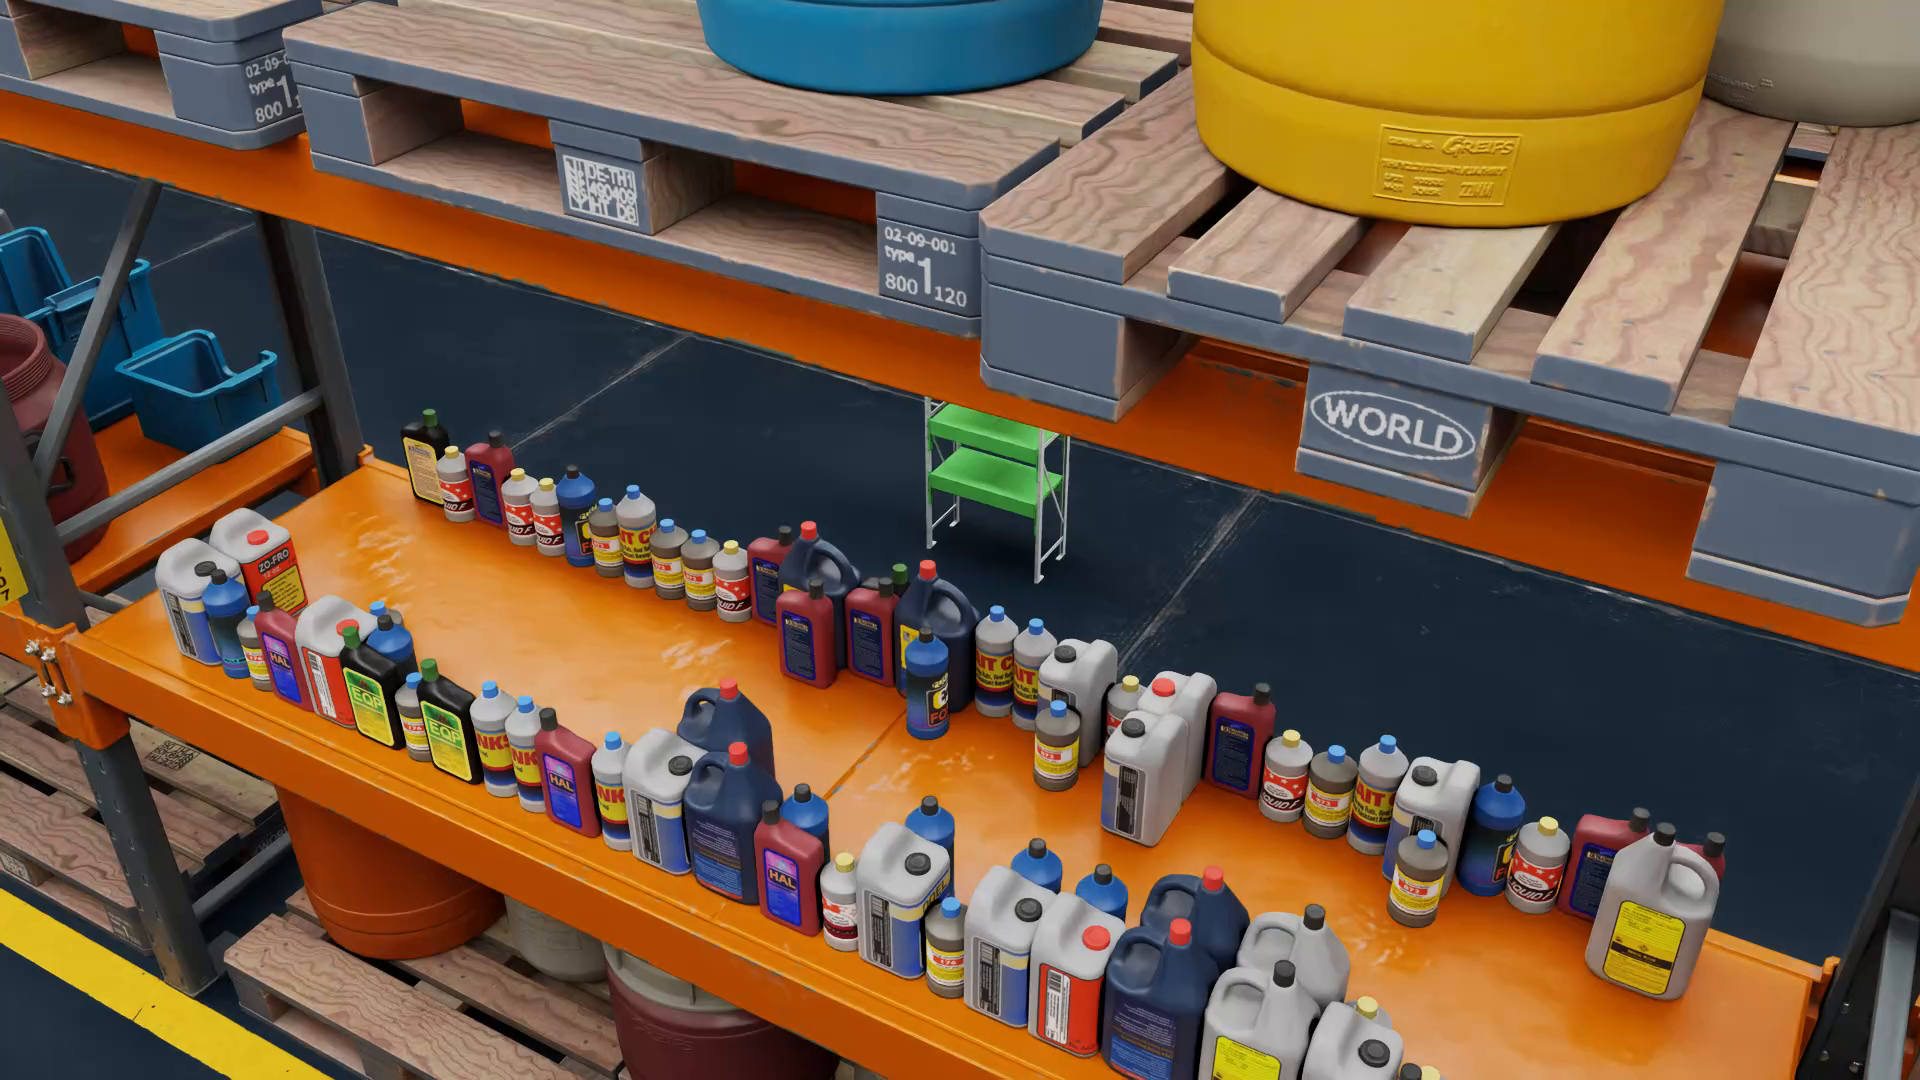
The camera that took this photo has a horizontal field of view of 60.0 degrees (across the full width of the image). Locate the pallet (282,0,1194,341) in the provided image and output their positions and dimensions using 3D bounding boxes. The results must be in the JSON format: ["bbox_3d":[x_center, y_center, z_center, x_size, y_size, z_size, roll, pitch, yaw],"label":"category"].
[{"bbox_3d":[-0.243,-0.735,2.611,1.213,0.211,1.003,18,37,24],"label":"pallet"}]

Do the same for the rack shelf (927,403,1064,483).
[{"bbox_3d":[0.144,-0.401,6.384,0.480,0.148,0.258,18,37,24],"label":"rack shelf"}]

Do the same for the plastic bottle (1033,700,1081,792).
[{"bbox_3d":[0.208,0.433,3.573,0.097,0.201,0.097,0,34,0],"label":"plastic bottle"}]

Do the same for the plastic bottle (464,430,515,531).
[{"bbox_3d":[-1.237,-0.168,4.401,0.133,0.283,0.061,18,37,24],"label":"plastic bottle"}]

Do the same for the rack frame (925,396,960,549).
[{"bbox_3d":[-0.068,-0.521,6.450,0.015,1.200,0.240,18,37,24],"label":"rack frame"}]

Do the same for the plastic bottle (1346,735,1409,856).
[{"bbox_3d":[0.855,0.512,3.392,0.097,0.271,0.097,0,34,0],"label":"plastic bottle"}]

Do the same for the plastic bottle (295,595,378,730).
[{"bbox_3d":[-1.384,0.268,3.754,0.135,0.276,0.152,18,37,24],"label":"plastic bottle"}]

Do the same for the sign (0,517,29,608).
[{"bbox_3d":[-2.267,0.013,3.877,0.005,0.325,0.100,18,37,24],"label":"sign"}]

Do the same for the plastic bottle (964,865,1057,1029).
[{"bbox_3d":[0.098,0.737,3.049,0.135,0.276,0.152,18,37,24],"label":"plastic bottle"}]

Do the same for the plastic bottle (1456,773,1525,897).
[{"bbox_3d":[1.056,0.575,3.296,0.097,0.271,0.097,0,34,0],"label":"plastic bottle"}]

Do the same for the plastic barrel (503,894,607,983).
[{"bbox_3d":[-1.033,0.914,4.537,0.421,0.512,0.421,0,34,0],"label":"plastic barrel"}]

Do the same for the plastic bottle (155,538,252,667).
[{"bbox_3d":[-1.785,0.140,3.945,0.135,0.276,0.152,18,37,24],"label":"plastic bottle"}]

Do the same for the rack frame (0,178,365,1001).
[{"bbox_3d":[-2.001,-0.186,4.323,0.127,3.000,1.000,18,37,24],"label":"rack frame"}]

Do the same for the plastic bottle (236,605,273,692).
[{"bbox_3d":[-1.614,0.243,3.857,0.097,0.201,0.097,0,34,0],"label":"plastic bottle"}]

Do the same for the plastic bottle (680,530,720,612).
[{"bbox_3d":[-0.639,0.068,4.122,0.097,0.201,0.097,0,34,0],"label":"plastic bottle"}]

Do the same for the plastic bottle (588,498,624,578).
[{"bbox_3d":[-0.893,-0.013,4.242,0.097,0.201,0.097,0,34,0],"label":"plastic bottle"}]

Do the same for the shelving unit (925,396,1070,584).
[{"bbox_3d":[0.144,-0.454,6.349,0.503,1.200,0.258,18,37,24],"label":"shelving unit"}]

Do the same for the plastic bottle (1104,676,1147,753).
[{"bbox_3d":[0.368,0.387,3.642,0.097,0.201,0.097,0,34,0],"label":"plastic bottle"}]

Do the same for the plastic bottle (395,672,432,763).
[{"bbox_3d":[-1.181,0.380,3.652,0.097,0.201,0.097,0,34,0],"label":"plastic bottle"}]

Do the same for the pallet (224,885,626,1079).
[{"bbox_3d":[-1.295,1.172,4.800,1.213,0.211,1.003,18,37,24],"label":"pallet"}]

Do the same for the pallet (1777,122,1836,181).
[{"bbox_3d":[3.294,-1.661,6.711,1.213,0.211,1.003,18,37,24],"label":"pallet"}]

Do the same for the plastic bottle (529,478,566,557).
[{"bbox_3d":[-1.062,-0.066,4.323,0.097,0.201,0.097,0,34,0],"label":"plastic bottle"}]

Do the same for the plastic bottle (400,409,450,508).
[{"bbox_3d":[-1.438,-0.231,4.496,0.133,0.283,0.061,18,37,24],"label":"plastic bottle"}]

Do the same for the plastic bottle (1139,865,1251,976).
[{"bbox_3d":[0.423,0.719,3.008,0.185,0.351,0.144,18,37,24],"label":"plastic bottle"}]

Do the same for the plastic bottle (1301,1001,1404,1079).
[{"bbox_3d":[0.652,0.913,2.785,0.135,0.276,0.152,18,37,24],"label":"plastic bottle"}]

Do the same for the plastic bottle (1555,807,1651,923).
[{"bbox_3d":[1.250,0.620,3.218,0.133,0.283,0.061,18,37,24],"label":"plastic bottle"}]

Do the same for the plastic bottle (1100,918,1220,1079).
[{"bbox_3d":[0.351,0.789,2.904,0.185,0.351,0.144,18,37,24],"label":"plastic bottle"}]

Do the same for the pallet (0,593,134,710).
[{"bbox_3d":[-3.709,0.407,5.948,1.213,0.211,1.003,18,37,24],"label":"pallet"}]

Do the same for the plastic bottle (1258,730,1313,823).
[{"bbox_3d":[0.686,0.487,3.491,0.097,0.201,0.097,0,34,0],"label":"plastic bottle"}]

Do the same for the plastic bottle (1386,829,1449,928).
[{"bbox_3d":[0.896,0.651,3.245,0.097,0.201,0.097,0,34,0],"label":"plastic bottle"}]

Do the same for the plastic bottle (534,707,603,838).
[{"bbox_3d":[-0.805,0.477,3.432,0.133,0.283,0.061,18,37,24],"label":"plastic bottle"}]

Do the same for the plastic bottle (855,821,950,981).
[{"bbox_3d":[-0.104,0.673,3.145,0.135,0.276,0.152,18,37,24],"label":"plastic bottle"}]

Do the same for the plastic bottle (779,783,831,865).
[{"bbox_3d":[-0.303,0.590,3.273,0.097,0.271,0.097,0,34,0],"label":"plastic bottle"}]

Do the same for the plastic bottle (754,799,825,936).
[{"bbox_3d":[-0.327,0.628,3.205,0.133,0.283,0.061,18,37,24],"label":"plastic bottle"}]

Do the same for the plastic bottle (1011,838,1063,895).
[{"bbox_3d":[0.144,0.674,3.148,0.097,0.271,0.097,0,34,0],"label":"plastic bottle"}]

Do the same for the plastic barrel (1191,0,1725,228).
[{"bbox_3d":[0.579,-0.741,1.901,0.600,0.588,0.600,0,34,0],"label":"plastic barrel"}]

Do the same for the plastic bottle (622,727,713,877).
[{"bbox_3d":[-0.581,0.522,3.372,0.135,0.276,0.152,18,37,24],"label":"plastic bottle"}]

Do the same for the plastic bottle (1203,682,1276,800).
[{"bbox_3d":[0.594,0.412,3.530,0.133,0.283,0.061,18,37,24],"label":"plastic bottle"}]

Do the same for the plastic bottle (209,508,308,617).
[{"bbox_3d":[-1.710,0.067,4.055,0.135,0.276,0.152,18,37,24],"label":"plastic bottle"}]

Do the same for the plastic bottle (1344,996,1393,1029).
[{"bbox_3d":[0.698,0.879,2.904,0.097,0.201,0.097,0,34,0],"label":"plastic bottle"}]

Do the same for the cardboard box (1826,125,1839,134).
[{"bbox_3d":[3.633,-1.923,6.462,0.500,0.500,0.700,6,34,9],"label":"cardboard box"}]

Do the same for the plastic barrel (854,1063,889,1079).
[{"bbox_3d":[-0.052,1.224,4.071,0.421,0.512,0.421,0,34,0],"label":"plastic barrel"}]

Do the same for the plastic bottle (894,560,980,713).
[{"bbox_3d":[-0.052,0.206,3.778,0.185,0.351,0.144,18,37,24],"label":"plastic bottle"}]

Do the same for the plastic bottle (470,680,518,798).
[{"bbox_3d":[-0.980,0.415,3.537,0.097,0.271,0.097,0,34,0],"label":"plastic bottle"}]

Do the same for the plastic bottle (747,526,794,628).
[{"bbox_3d":[-0.445,0.083,4.024,0.133,0.283,0.061,18,37,24],"label":"plastic bottle"}]

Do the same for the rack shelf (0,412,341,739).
[{"bbox_3d":[-3.737,-0.436,5.348,4.000,0.370,1.077,18,37,24],"label":"rack shelf"}]

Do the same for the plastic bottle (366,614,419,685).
[{"bbox_3d":[-1.266,0.285,3.731,0.097,0.271,0.097,0,34,0],"label":"plastic bottle"}]

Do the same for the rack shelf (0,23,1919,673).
[{"bbox_3d":[-0.264,-0.585,2.865,4.000,0.370,1.077,18,37,24],"label":"rack shelf"}]

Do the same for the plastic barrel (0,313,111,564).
[{"bbox_3d":[-2.554,-0.224,4.258,0.708,0.536,0.600,18,37,24],"label":"plastic barrel"}]

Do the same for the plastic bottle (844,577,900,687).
[{"bbox_3d":[-0.199,0.200,3.849,0.133,0.283,0.061,18,37,24],"label":"plastic bottle"}]

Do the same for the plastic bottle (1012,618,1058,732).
[{"bbox_3d":[0.167,0.294,3.719,0.097,0.271,0.097,0,34,0],"label":"plastic bottle"}]

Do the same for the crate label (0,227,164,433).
[{"bbox_3d":[-2.729,-0.604,4.919,0.616,0.435,0.502,18,37,24],"label":"crate label"}]

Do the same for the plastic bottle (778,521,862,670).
[{"bbox_3d":[-0.328,0.119,3.910,0.185,0.351,0.144,18,37,24],"label":"plastic bottle"}]
